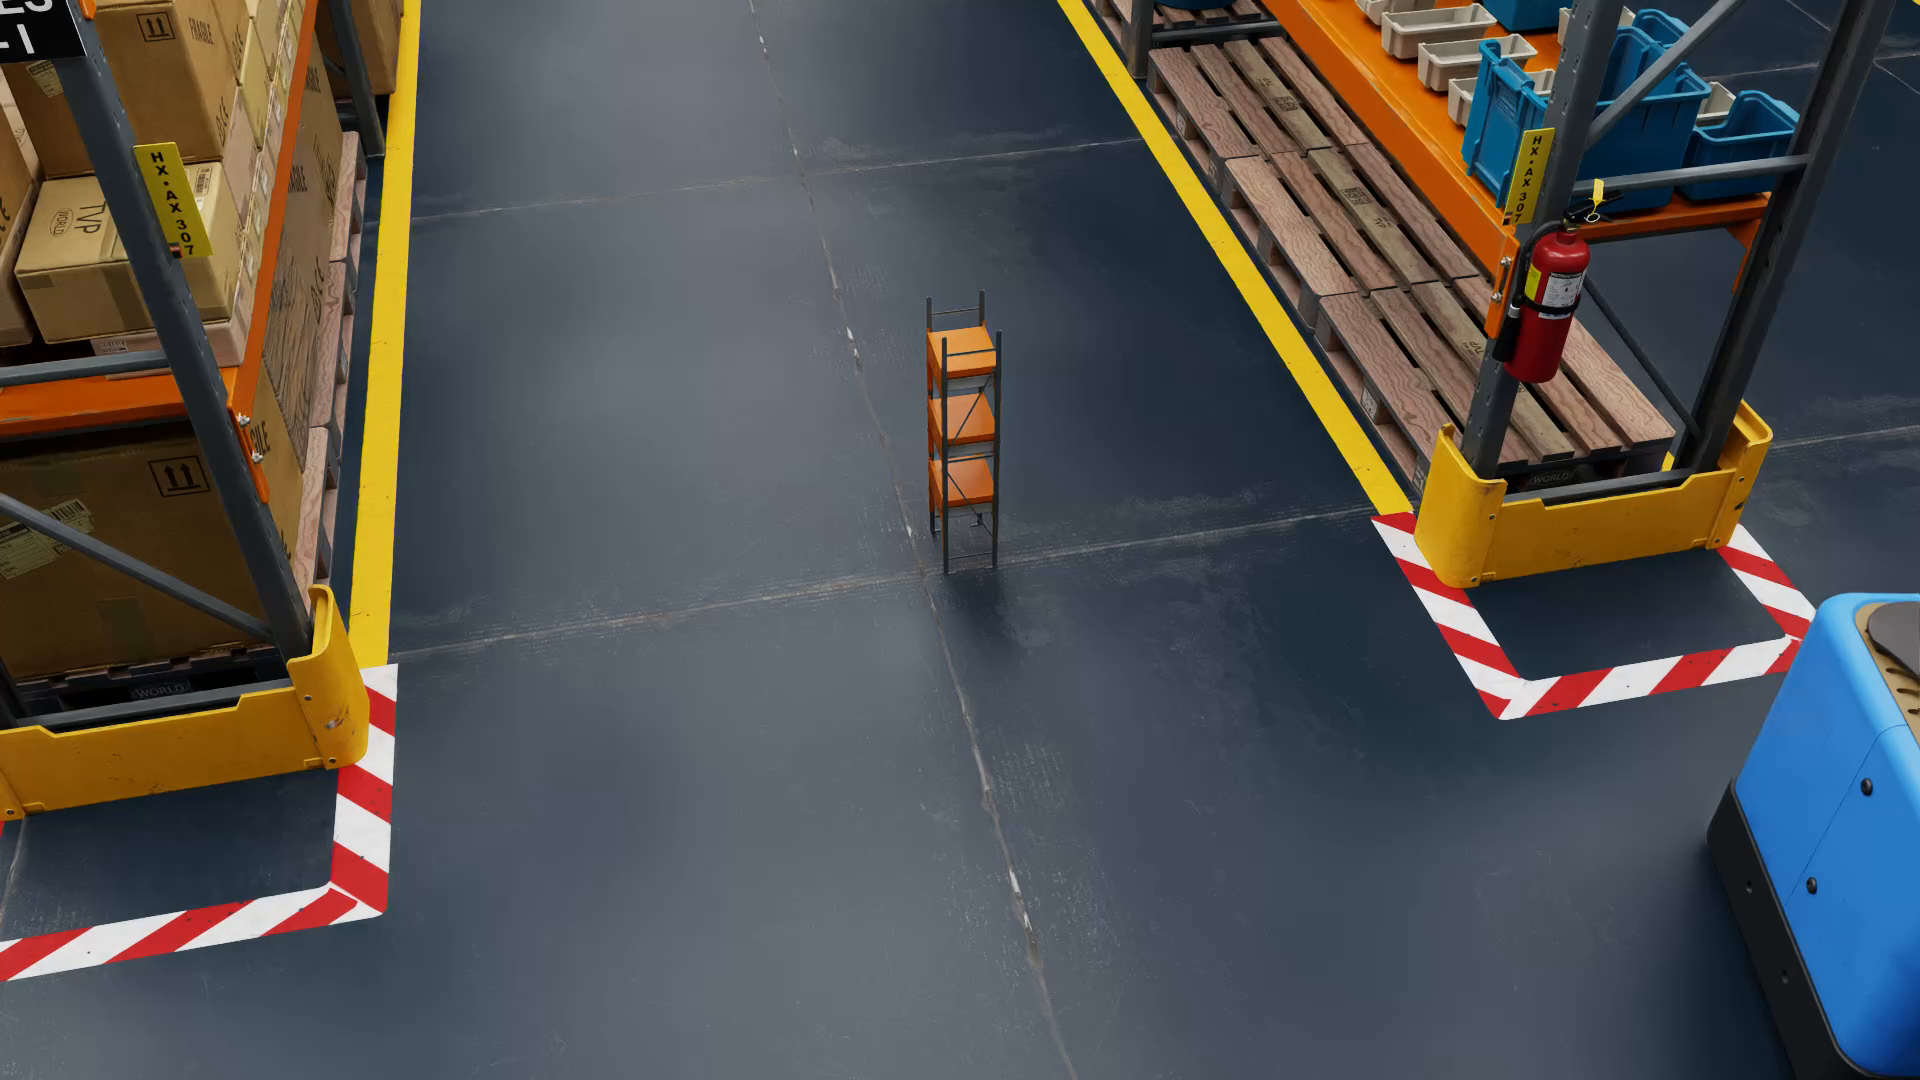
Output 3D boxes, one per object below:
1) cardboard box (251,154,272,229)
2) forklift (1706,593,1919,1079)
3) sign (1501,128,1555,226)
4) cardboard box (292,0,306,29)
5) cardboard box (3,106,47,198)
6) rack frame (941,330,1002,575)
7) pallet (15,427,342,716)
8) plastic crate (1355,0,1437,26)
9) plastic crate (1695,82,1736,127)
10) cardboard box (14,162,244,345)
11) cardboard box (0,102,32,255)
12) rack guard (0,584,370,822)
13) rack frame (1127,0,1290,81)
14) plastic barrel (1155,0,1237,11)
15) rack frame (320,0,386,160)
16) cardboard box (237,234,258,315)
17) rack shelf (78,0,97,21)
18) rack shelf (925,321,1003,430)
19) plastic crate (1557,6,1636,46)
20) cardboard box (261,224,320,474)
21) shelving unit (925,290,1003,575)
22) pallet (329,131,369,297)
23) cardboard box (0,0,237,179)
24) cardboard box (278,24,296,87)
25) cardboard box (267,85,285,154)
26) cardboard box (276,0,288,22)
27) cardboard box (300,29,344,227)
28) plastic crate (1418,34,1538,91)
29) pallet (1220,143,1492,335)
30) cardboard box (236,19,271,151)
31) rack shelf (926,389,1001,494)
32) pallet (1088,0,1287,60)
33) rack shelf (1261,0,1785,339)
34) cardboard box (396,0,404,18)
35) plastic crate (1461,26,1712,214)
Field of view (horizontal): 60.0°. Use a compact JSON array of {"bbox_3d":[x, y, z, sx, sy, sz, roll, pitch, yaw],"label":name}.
[{"bbox_3d":[-2.476,-1.119,5.441,0.380,0.149,0.250,-9,42,-10],"label":"cardboard box"},{"bbox_3d":[3.791,0.197,3.820,3.031,2.935,1.130,1,42,1],"label":"forklift"},{"bbox_3d":[1.751,-1.116,5.125,0.100,0.325,0.005,-8,42,-9],"label":"sign"},{"bbox_3d":[-2.807,-2.116,6.563,0.380,0.149,0.250,-8,42,-8],"label":"cardboard box"},{"bbox_3d":[-3.025,-1.095,5.113,0.500,0.250,0.500,-9,42,-10],"label":"cardboard box"},{"bbox_3d":[0.038,-0.279,5.773,0.200,1.050,0.008,-8,42,-9],"label":"rack frame"},{"bbox_3d":[-2.801,0.101,5.977,1.003,0.211,1.213,-8,42,-9],"label":"pallet"},{"bbox_3d":[1.717,-2.127,6.540,0.298,0.136,0.250,-8,42,-9],"label":"plastic crate"},{"bbox_3d":[2.564,-1.495,5.829,0.250,0.136,0.298,-8,42,-9],"label":"plastic crate"},{"bbox_3d":[-2.392,-0.840,4.826,0.500,0.250,0.500,-9,42,-10],"label":"cardboard box"},{"bbox_3d":[-2.914,-1.049,4.496,0.500,0.500,0.500,-8,42,-9],"label":"cardboard box"},{"bbox_3d":[-2.547,0.516,5.293,1.175,0.500,0.348,-8,42,-9],"label":"rack guard"},{"bbox_3d":[1.421,-3.737,8.201,1.000,3.000,0.127,-8,42,-9],"label":"rack frame"},{"bbox_3d":[1.320,-3.465,9.158,0.600,0.901,0.708,-8,42,-9],"label":"plastic barrel"},{"bbox_3d":[-3.415,-3.028,7.401,1.000,3.000,0.127,-8,42,-9],"label":"rack frame"},{"bbox_3d":[-2.363,-0.784,5.063,0.380,0.149,0.250,-9,42,-10],"label":"cardboard box"},{"bbox_3d":[-2.984,-2.584,5.184,1.077,0.370,4.000,-8,42,-9],"label":"rack shelf"},{"bbox_3d":[0.012,-0.562,5.681,0.215,0.259,0.240,-8,42,-9],"label":"rack shelf"},{"bbox_3d":[2.418,-1.935,6.324,0.250,0.136,0.298,-8,42,-9],"label":"plastic crate"},{"bbox_3d":[-2.965,-0.791,6.165,0.875,0.875,0.875,-8,42,-9],"label":"cardboard box"},{"bbox_3d":[0.012,-0.358,5.862,0.215,1.050,0.252,-8,42,-9],"label":"shelving unit"},{"bbox_3d":[-3.328,-1.481,7.759,1.003,0.211,1.213,-8,42,-9],"label":"pallet"},{"bbox_3d":[-2.500,-1.444,4.942,0.500,0.500,0.500,-9,42,-10],"label":"cardboard box"},{"bbox_3d":[-2.698,-1.785,6.191,0.380,0.149,0.250,-8,42,-9],"label":"cardboard box"},{"bbox_3d":[-2.586,-1.451,5.815,0.380,0.149,0.250,-9,42,-10],"label":"cardboard box"},{"bbox_3d":[-2.839,-2.168,6.322,0.500,0.250,0.500,-8,42,-8],"label":"cardboard box"},{"bbox_3d":[-3.351,-1.951,7.472,0.875,0.875,0.875,-8,42,-9],"label":"cardboard box"},{"bbox_3d":[1.883,-1.761,6.128,0.396,0.136,0.243,-8,42,-9],"label":"plastic crate"},{"bbox_3d":[1.884,-1.431,7.703,1.003,0.211,1.213,-8,42,-9],"label":"pallet"},{"bbox_3d":[-2.616,-1.502,5.572,0.500,0.250,0.500,-10,43,-11],"label":"cardboard box"},{"bbox_3d":[0.012,-0.350,5.869,0.215,0.259,0.240,-8,42,-9],"label":"rack shelf"},{"bbox_3d":[1.295,-3.201,9.697,1.003,0.211,1.213,-8,42,-9],"label":"pallet"},{"bbox_3d":[1.853,-2.172,6.979,1.077,0.370,4.000,-8,42,-9],"label":"rack shelf"},{"bbox_3d":[-3.767,-3.381,9.084,1.225,0.875,0.875,-10,43,-11],"label":"cardboard box"},{"bbox_3d":[2.030,-1.371,5.463,0.616,0.435,0.499,-8,42,-9],"label":"plastic crate"}]
